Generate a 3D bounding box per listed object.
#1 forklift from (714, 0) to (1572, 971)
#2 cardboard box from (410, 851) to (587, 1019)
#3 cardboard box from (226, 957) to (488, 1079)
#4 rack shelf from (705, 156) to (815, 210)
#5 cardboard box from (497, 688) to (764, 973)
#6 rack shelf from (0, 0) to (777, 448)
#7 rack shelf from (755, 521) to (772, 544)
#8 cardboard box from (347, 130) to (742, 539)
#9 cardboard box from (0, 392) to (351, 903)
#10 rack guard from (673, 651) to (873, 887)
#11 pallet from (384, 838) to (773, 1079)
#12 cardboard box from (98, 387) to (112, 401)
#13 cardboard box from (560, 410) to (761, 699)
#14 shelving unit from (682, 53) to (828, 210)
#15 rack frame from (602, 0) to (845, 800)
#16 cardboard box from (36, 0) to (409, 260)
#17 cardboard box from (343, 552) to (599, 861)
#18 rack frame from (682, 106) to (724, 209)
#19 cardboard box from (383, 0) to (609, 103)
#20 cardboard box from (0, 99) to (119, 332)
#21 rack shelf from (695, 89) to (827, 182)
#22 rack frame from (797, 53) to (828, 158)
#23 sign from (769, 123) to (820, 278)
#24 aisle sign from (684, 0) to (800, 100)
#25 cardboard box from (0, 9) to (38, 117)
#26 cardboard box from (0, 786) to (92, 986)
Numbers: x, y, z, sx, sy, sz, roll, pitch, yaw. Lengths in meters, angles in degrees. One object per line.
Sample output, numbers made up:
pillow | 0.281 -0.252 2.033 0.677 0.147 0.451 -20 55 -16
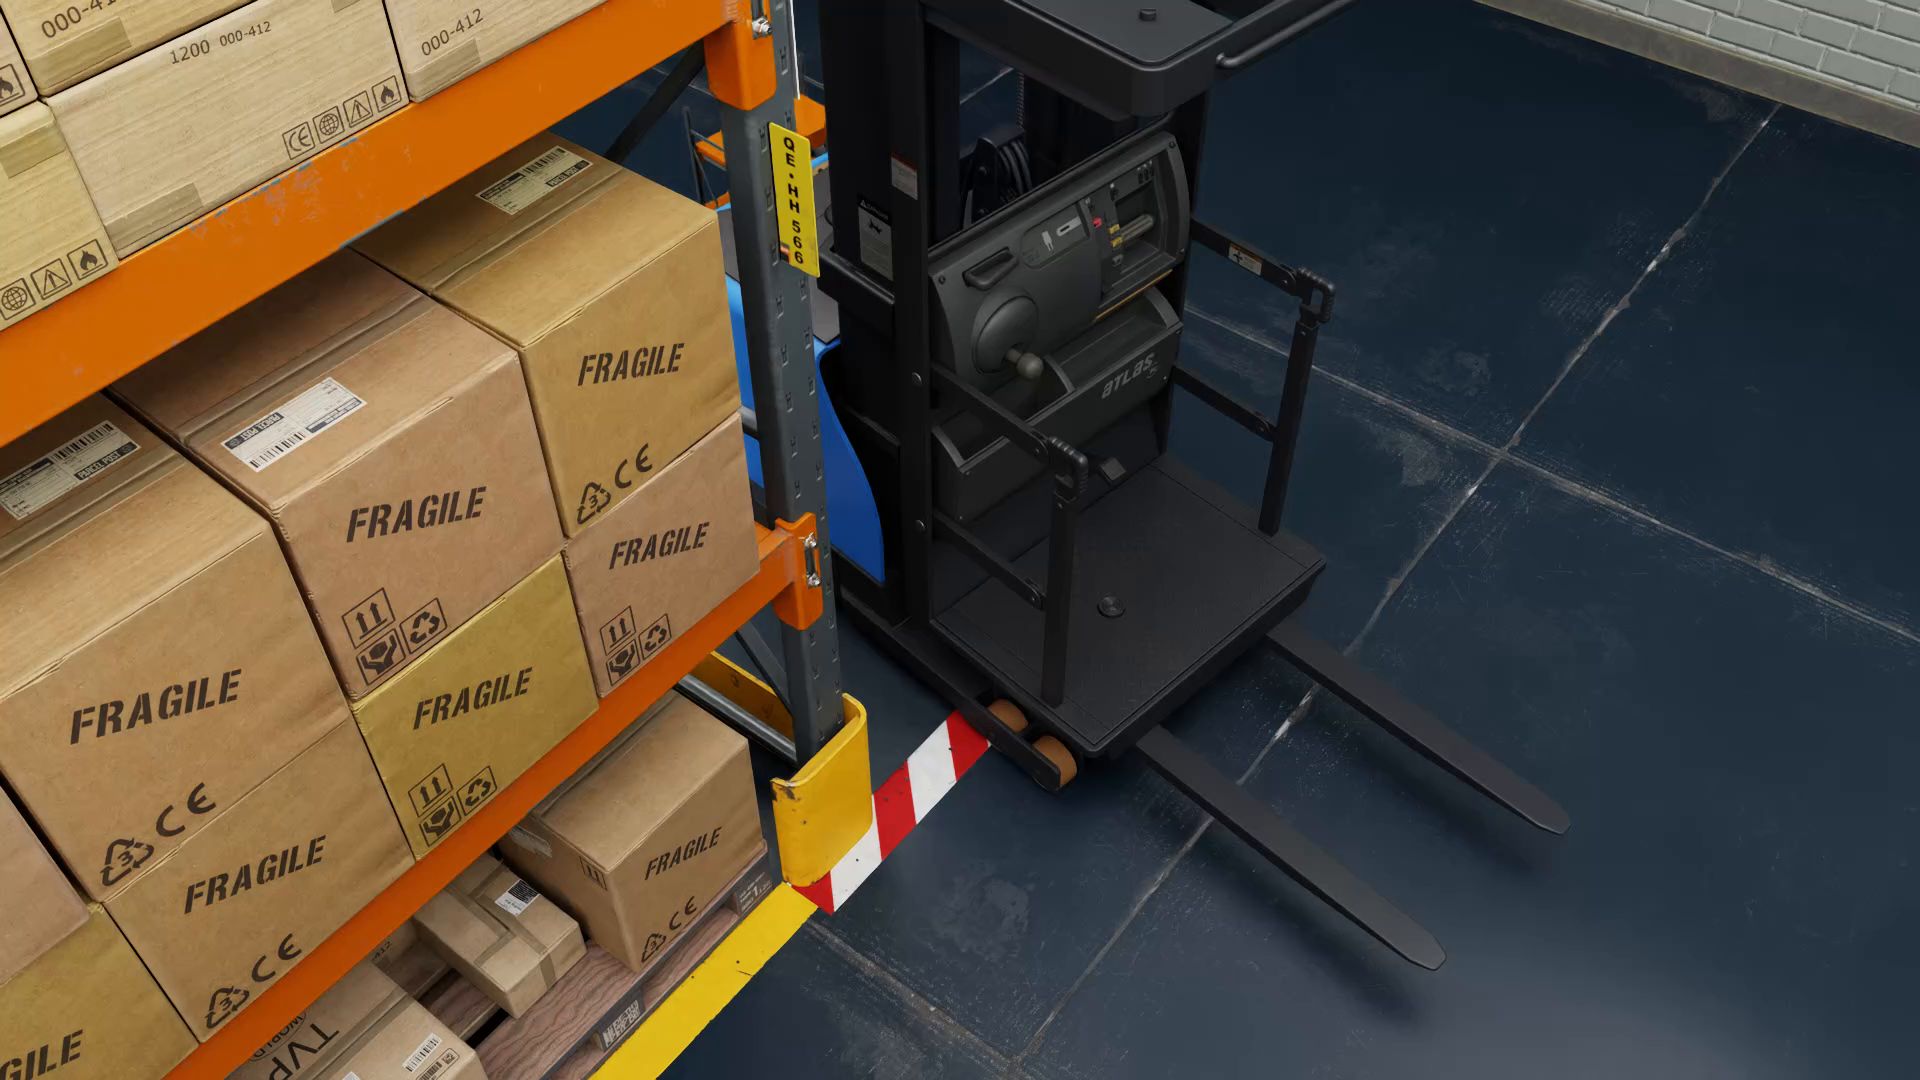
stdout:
forklift | 0.437 -0.684 4.376 1.130 2.935 3.031 -35 55 -29
cardboard box | -1.210 1.022 4.354 0.380 0.166 0.250 29 53 25
cardboard box | -1.496 1.331 4.001 0.500 0.250 0.500 29 53 25
rack shelf | -0.630 -1.164 5.807 0.480 0.148 0.258 -35 52 -29
cardboard box | -0.891 0.715 4.417 0.500 0.500 0.500 29 53 25
rack shelf | -1.976 -0.060 2.156 1.077 0.370 4.000 29 53 25
rack shelf | -1.976 0.909 3.170 0.919 0.124 3.809 29 53 25
cardboard box | -0.808 -0.420 3.317 0.500 0.500 0.500 29 53 25
cardboard box | -1.430 0.168 2.755 0.500 0.500 0.500 31 54 26
rack guard | -0.800 0.490 4.936 1.175 0.500 0.348 29 53 25
pallet | -1.287 1.047 4.604 1.003 0.211 1.213 29 53 25
cardboard box | -1.547 -0.357 3.256 0.500 0.500 0.500 30 53 25
cardboard box | -0.812 -0.075 3.678 0.500 0.500 0.500 31 54 26
shelving unit | -0.624 -1.052 5.916 0.503 1.200 0.258 -35 52 -29
rack frame | -0.754 -0.417 4.074 1.000 3.000 0.127 29 53 25
cardboard box | -1.173 -0.709 2.382 0.500 0.250 0.500 29 53 25
cardboard box | -1.127 0.224 3.393 0.500 0.500 0.500 30 53 25
rack frame | -0.800 -0.930 5.799 0.015 1.200 0.240 -35 52 -29
cardboard box | -0.859 -0.991 2.651 0.500 0.250 0.500 29 53 25
cardboard box | -1.469 -0.417 2.104 0.500 0.250 0.500 29 53 25
rack shelf | -0.638 -1.334 5.643 0.480 0.148 0.258 -35 52 -29
rack frame | -0.448 -1.174 6.033 0.015 1.200 0.240 -35 52 -29
sign | -0.327 -0.669 3.295 0.100 0.325 0.005 29 53 25
aisle sign | -0.470 -1.218 3.042 0.394 0.787 0.004 29 53 25
cardboard box | -1.480 -0.596 1.929 0.500 0.250 0.500 29 53 25
cardboard box | -1.744 0.462 2.474 0.500 0.500 0.500 31 54 26
